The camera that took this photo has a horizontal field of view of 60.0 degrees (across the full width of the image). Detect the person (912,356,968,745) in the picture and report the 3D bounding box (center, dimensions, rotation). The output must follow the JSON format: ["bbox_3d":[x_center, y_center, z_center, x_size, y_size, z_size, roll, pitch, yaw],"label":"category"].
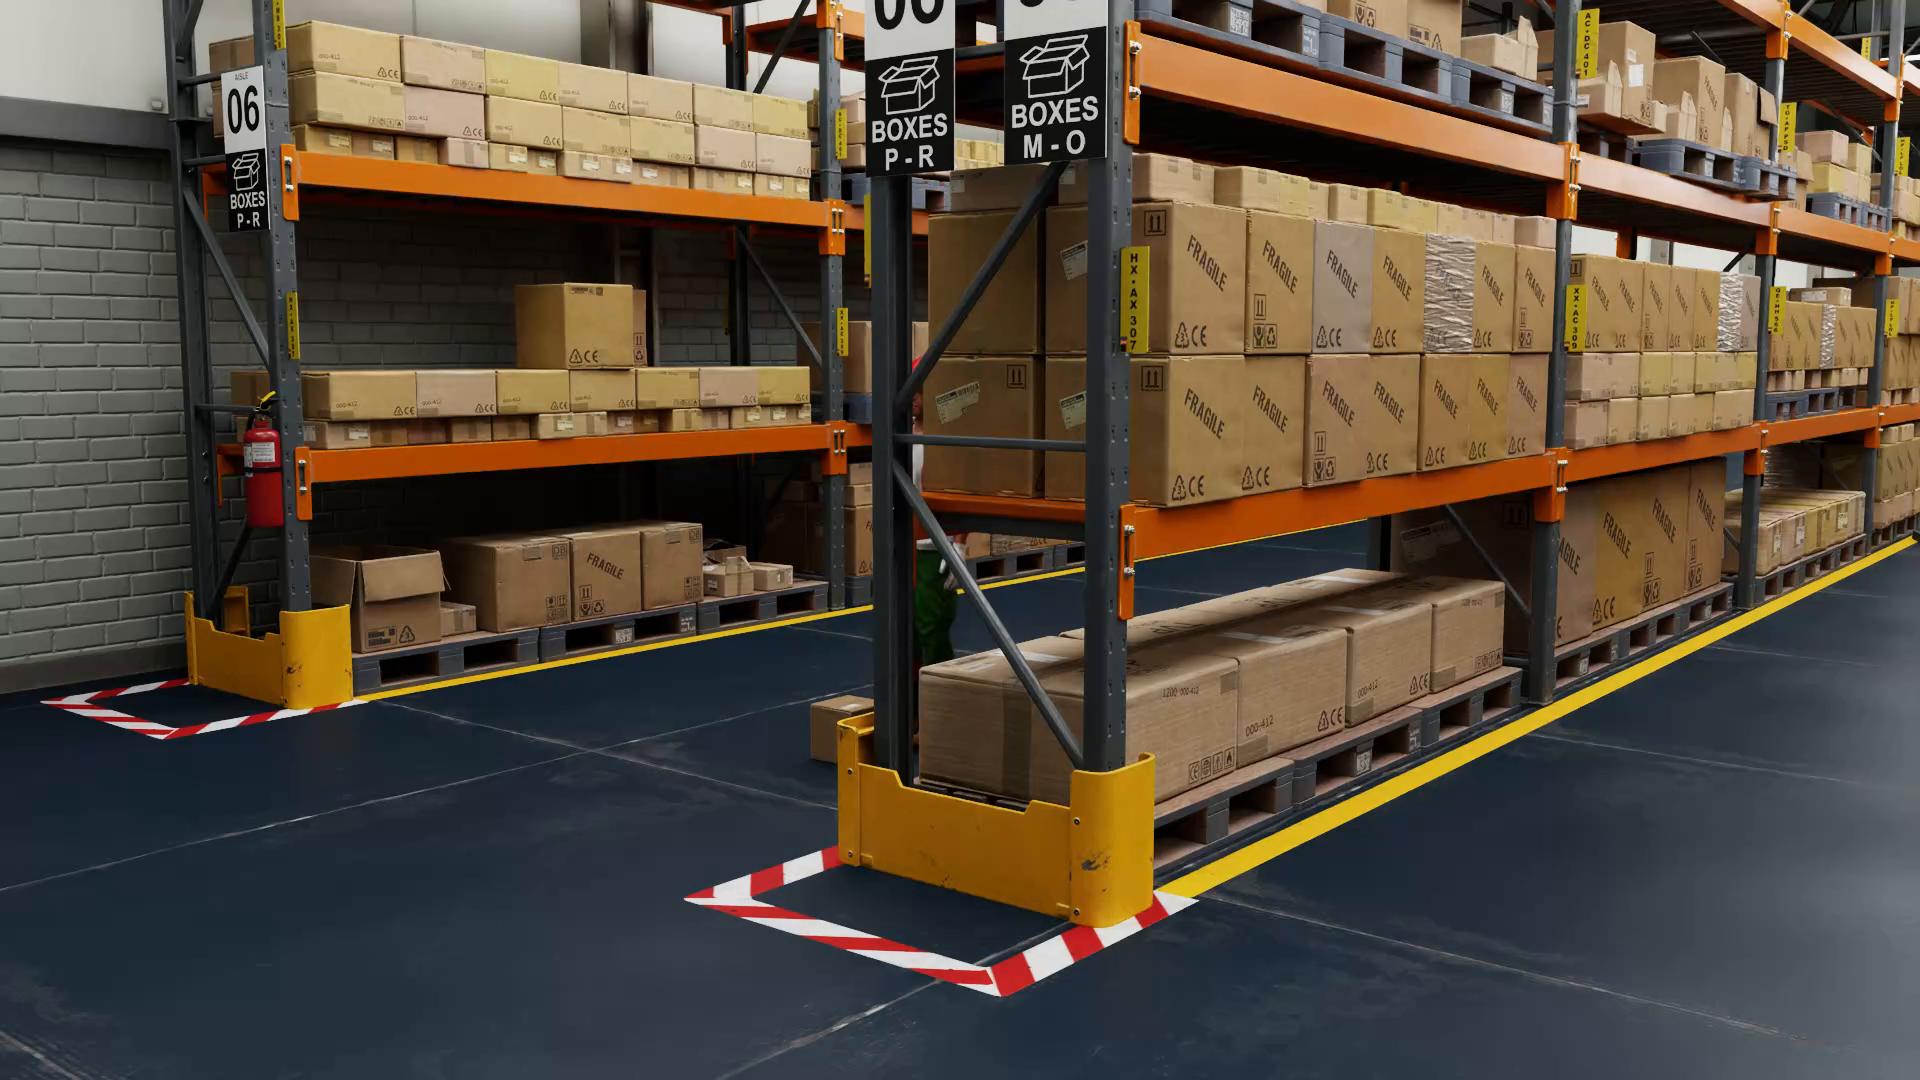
[{"bbox_3d":[-0.184,0.072,7.704,0.527,1.836,0.374,5,9,39],"label":"person"}]
